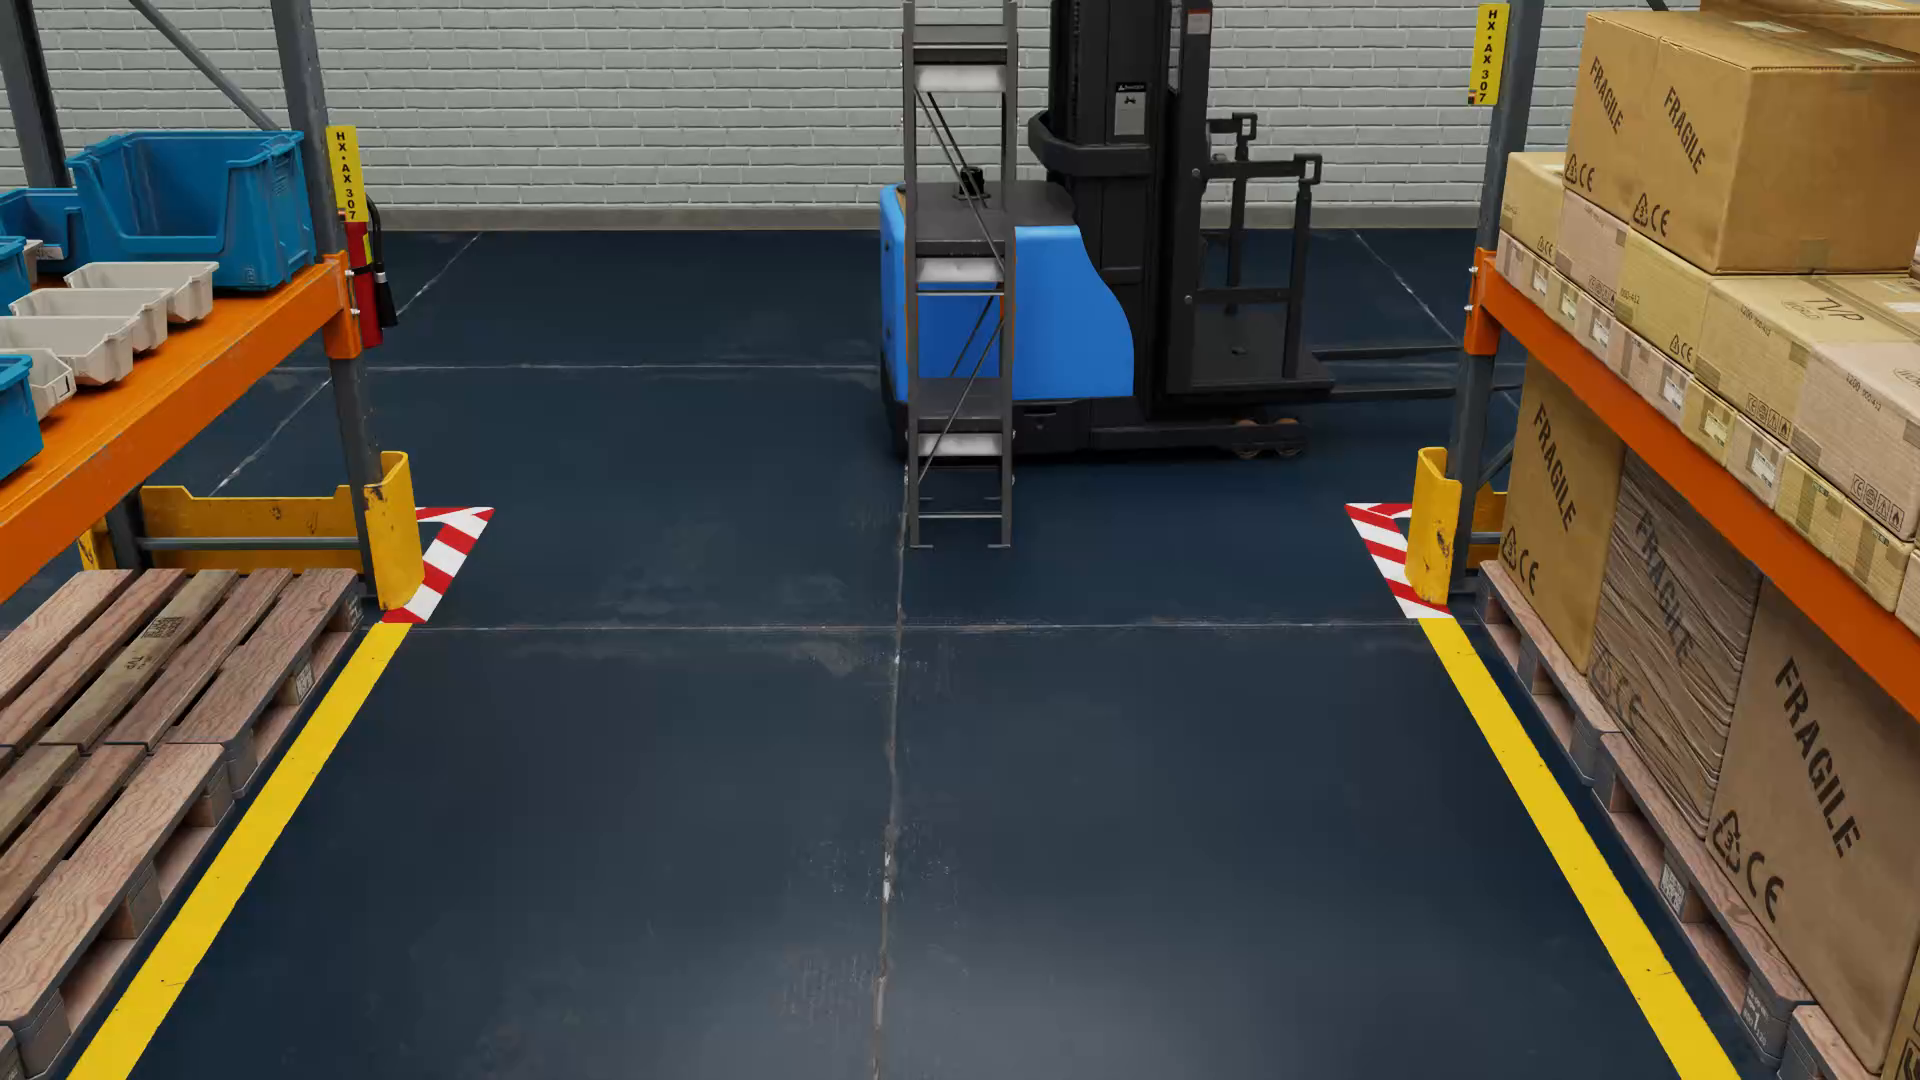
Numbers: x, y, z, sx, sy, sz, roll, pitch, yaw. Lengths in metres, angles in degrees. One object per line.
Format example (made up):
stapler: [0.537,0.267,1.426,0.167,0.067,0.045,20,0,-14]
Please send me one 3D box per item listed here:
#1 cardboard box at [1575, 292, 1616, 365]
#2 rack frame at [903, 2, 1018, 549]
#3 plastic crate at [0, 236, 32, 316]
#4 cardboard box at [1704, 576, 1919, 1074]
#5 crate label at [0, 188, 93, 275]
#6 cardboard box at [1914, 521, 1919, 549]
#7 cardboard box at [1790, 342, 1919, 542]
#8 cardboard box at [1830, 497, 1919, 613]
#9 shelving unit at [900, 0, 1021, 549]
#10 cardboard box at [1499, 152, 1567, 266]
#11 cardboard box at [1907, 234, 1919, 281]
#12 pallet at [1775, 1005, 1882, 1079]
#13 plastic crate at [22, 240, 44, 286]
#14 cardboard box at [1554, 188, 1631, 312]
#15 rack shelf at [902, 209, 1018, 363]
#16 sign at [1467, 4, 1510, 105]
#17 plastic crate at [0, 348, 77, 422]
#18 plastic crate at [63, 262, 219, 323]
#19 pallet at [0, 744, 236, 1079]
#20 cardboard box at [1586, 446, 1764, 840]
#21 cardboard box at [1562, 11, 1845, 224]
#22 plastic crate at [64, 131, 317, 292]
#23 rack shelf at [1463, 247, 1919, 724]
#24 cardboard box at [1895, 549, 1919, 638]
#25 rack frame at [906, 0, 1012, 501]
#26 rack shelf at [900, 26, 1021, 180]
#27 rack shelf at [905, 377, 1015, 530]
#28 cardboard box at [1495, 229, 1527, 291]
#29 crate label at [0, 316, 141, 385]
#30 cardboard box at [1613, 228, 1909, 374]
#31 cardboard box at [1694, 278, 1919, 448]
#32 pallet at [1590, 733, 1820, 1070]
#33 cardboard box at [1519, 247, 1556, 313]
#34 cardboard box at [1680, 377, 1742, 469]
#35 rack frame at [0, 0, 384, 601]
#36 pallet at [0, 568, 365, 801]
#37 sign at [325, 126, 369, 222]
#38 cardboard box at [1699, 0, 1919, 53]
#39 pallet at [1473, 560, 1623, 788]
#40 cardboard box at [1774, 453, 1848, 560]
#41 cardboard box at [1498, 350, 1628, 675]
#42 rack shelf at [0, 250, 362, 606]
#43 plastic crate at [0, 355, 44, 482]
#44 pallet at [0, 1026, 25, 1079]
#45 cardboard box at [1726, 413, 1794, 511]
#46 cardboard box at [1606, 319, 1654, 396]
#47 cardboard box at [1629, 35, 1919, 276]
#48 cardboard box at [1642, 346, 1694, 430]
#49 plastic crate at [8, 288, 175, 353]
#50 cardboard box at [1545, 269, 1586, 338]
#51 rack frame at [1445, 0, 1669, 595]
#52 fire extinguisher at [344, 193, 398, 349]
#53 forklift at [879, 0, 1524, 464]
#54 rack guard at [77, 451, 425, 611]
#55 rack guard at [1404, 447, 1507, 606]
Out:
cardboard box: [1.999,-0.605,4.752,0.380,0.149,0.250,-1,24,-1]
rack frame: [0.001,-0.924,6.246,0.400,2.100,0.015,0,24,-1]
plastic crate: [-2.958,-0.740,4.877,0.416,0.233,0.300,0,24,-1]
cardboard box: [2.420,0.596,3.861,0.875,0.875,0.875,0,24,-1]
crate label: [-2.965,-1.011,5.477,0.416,0.233,0.303,0,24,-1]
cardboard box: [2.082,0.001,2.928,0.500,0.250,0.500,0,24,1]
cardboard box: [2.076,-0.209,3.393,0.500,0.250,0.500,0,24,1]
cardboard box: [2.015,0.029,3.352,0.380,0.149,0.250,0,24,0]
shelving unit: [-0.002,-1.025,6.468,0.431,2.100,0.503,0,24,-1]
cardboard box: [2.049,-1.054,5.262,0.500,0.250,0.500,-1,24,-2]
cardboard box: [2.595,-0.636,4.337,0.500,0.250,0.500,-1,24,-2]
pallet: [2.427,1.419,3.356,1.003,0.211,1.213,0,24,-1]
plastic crate: [-3.045,-0.835,5.204,0.250,0.136,0.298,0,24,-1]
cardboard box: [2.061,-0.840,4.788,0.500,0.250,0.500,-1,24,-1]
rack shelf: [-0.002,-1.012,6.474,0.431,0.518,0.480,0,24,-1]
sign: [1.759,-1.616,5.537,0.100,0.325,0.005,0,24,-1]
plastic crate: [-2.411,-0.380,4.196,0.298,0.136,0.250,0,24,-1]
plastic crate: [-2.449,-0.736,4.984,0.396,0.136,0.243,0,24,-1]
pallet: [-2.658,0.948,4.397,1.003,0.211,1.213,0,24,-1]
cardboard box: [2.411,0.229,4.672,0.875,0.875,0.875,0,24,-1]
cardboard box: [2.055,-1.190,4.652,0.500,0.500,0.500,-1,24,-2]
plastic crate: [-2.448,-1.070,5.360,0.616,0.435,0.499,0,24,-1]
rack shelf: [2.336,-0.034,4.058,1.077,0.370,4.000,0,24,-1]
cardboard box: [2.018,0.135,3.117,0.380,0.149,0.250,0,24,0]
rack frame: [-0.004,-1.125,6.690,0.400,2.100,0.015,0,24,-1]
rack shelf: [-0.002,-1.650,6.185,0.431,0.518,0.480,0,24,-1]
rack shelf: [-0.002,-0.375,6.762,0.431,0.518,0.480,0,24,-1]
cardboard box: [1.988,-0.924,5.457,0.380,0.149,0.250,0,24,0]
crate label: [-2.433,-0.501,4.466,0.396,0.136,0.243,0,24,-1]
cardboard box: [2.063,-0.633,4.330,0.500,0.250,0.500,-1,24,-2]
cardboard box: [2.074,-0.418,3.855,0.500,0.250,0.500,-1,24,-2]
pallet: [2.411,0.915,4.470,1.003,0.211,1.213,0,24,-1]
cardboard box: [1.992,-0.818,5.223,0.380,0.149,0.250,-1,24,-1]
cardboard box: [2.006,-0.290,4.056,0.380,0.149,0.250,-1,24,-2]
rack frame: [-2.639,-1.164,5.683,1.000,3.000,0.127,0,24,-1]
pallet: [-2.669,0.447,5.506,1.003,0.211,1.213,0,24,-1]
sign: [-2.089,-1.247,5.669,0.100,0.325,0.005,0,24,-1]
cardboard box: [2.582,-1.395,5.106,0.500,0.500,0.500,0,24,0]
pallet: [2.401,0.414,5.579,1.003,0.211,1.213,0,24,-1]
cardboard box: [2.012,-0.077,3.585,0.380,0.149,0.250,-1,24,-1]
cardboard box: [2.401,-0.146,5.501,0.875,0.875,0.875,0,24,-1]
rack shelf: [-2.617,-0.012,4.009,1.077,0.370,4.000,0,24,-1]
plastic crate: [-2.360,-0.270,3.836,0.416,0.233,0.300,0,24,-1]
pallet: [-2.642,1.452,3.283,1.003,0.211,1.213,0,24,-1]
cardboard box: [2.011,-0.182,3.817,0.380,0.149,0.250,0,24,0]
cardboard box: [2.001,-0.500,4.521,0.380,0.149,0.250,-1,24,-2]
cardboard box: [2.066,-0.976,4.180,0.500,0.500,0.500,-1,24,-2]
cardboard box: [2.004,-0.394,4.286,0.380,0.149,0.250,-1,24,-1]
plastic crate: [-2.460,-0.616,4.719,0.396,0.136,0.243,0,24,-1]
cardboard box: [1.995,-0.712,4.990,0.380,0.149,0.250,-1,24,-2]
rack frame: [2.314,-1.186,5.732,1.000,3.000,0.127,0,24,-1]
fire extinguisher: [-2.186,-1.023,5.918,0.296,0.674,0.183,0,24,-1]
forklift: [1.160,-1.928,7.456,3.031,2.935,1.130,-3,24,-6]
rack guard: [-2.652,-0.035,6.220,1.175,0.500,0.348,0,24,-1]
rack guard: [2.314,-0.057,6.269,1.175,0.500,0.348,0,24,-1]
